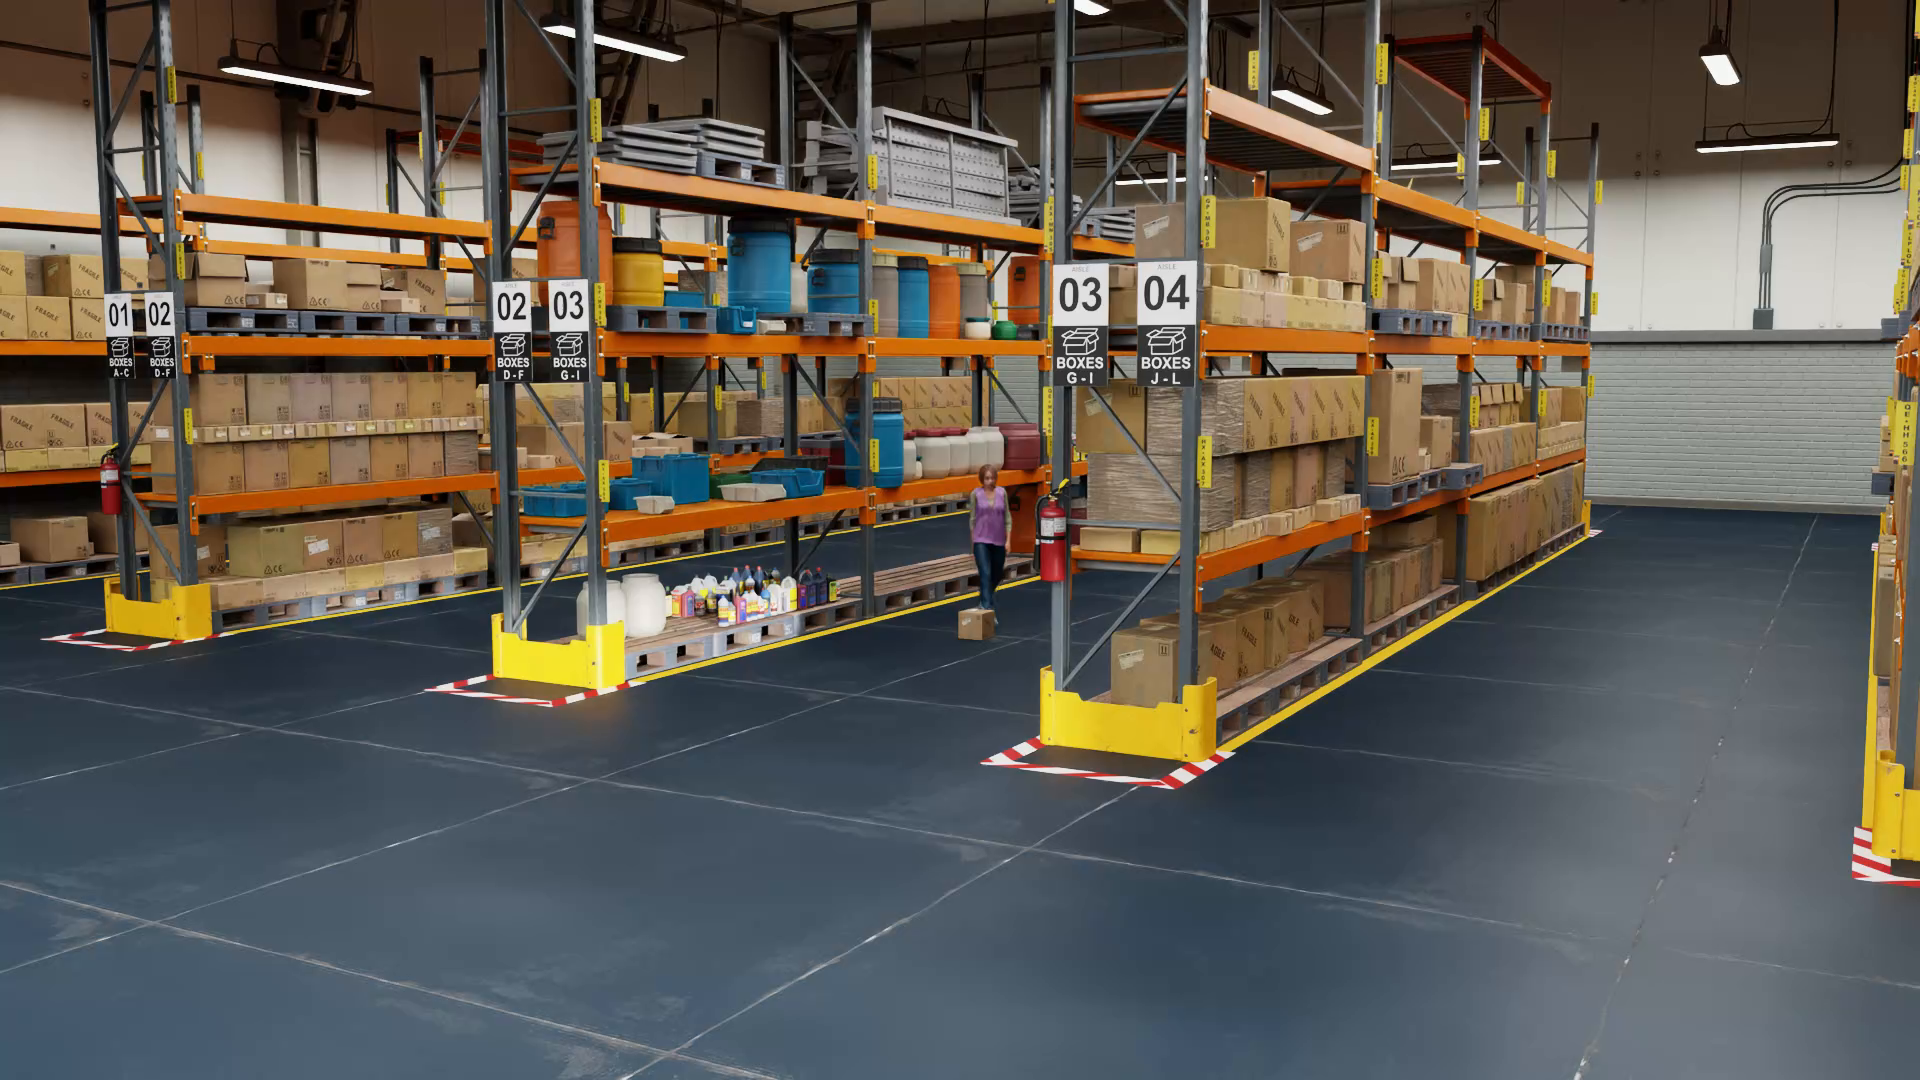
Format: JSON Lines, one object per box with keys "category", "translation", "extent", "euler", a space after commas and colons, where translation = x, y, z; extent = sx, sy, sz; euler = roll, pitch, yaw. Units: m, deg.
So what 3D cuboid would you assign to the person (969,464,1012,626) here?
{"category": "person", "translation": [0.302, 0.031, 16.274], "extent": [0.408, 1.557, 0.879], "euler": [-2, 6, -15]}
